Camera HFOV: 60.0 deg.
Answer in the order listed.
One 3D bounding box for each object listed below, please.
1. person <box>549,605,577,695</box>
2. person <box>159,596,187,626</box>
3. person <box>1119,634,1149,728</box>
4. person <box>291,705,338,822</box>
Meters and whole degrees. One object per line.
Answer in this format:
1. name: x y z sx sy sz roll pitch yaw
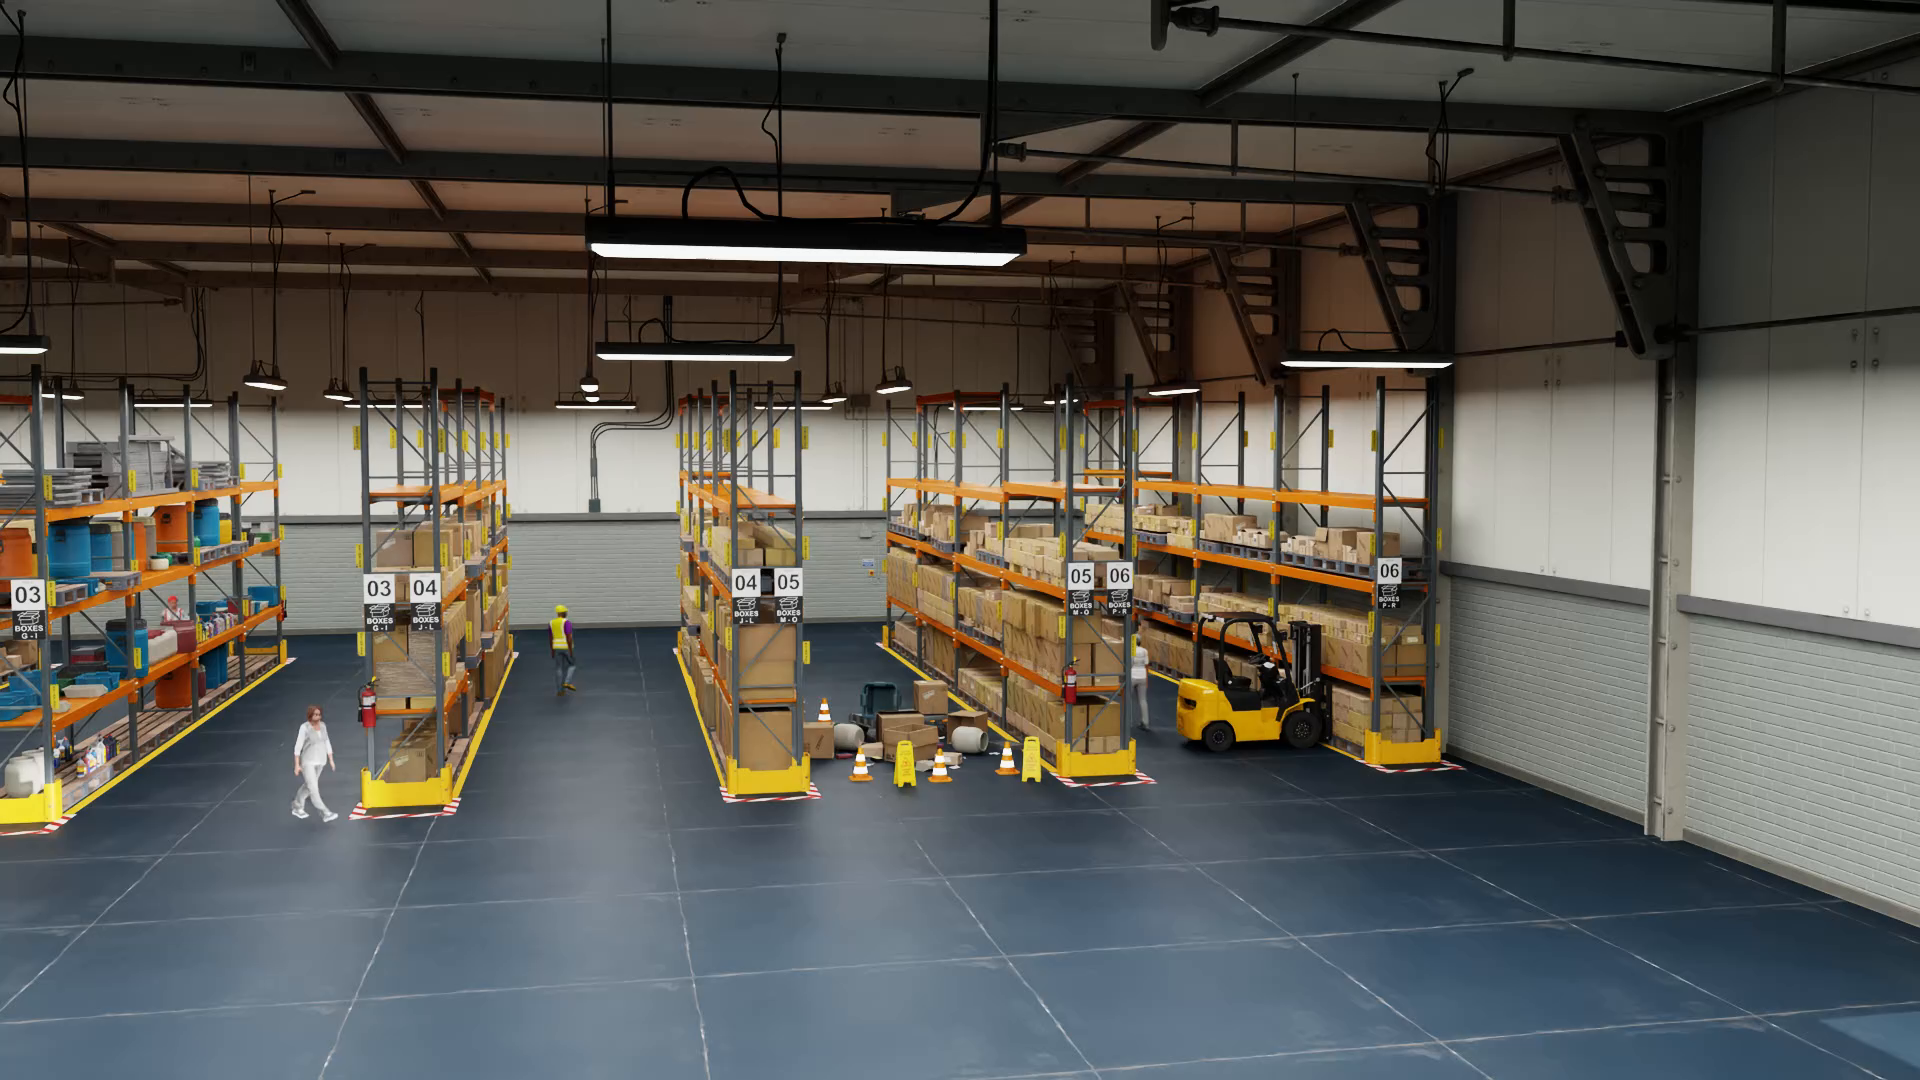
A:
1. person: -7.864 2.156 32.861 0.581 1.750 0.482 0 3 6
2. person: -16.533 2.033 34.914 0.690 1.725 1.061 -1 3 -9
3. person: 3.025 2.451 29.061 0.591 1.640 0.796 -1 4 -15
4. person: -8.422 2.923 21.744 1.024 1.519 0.428 2 4 25
